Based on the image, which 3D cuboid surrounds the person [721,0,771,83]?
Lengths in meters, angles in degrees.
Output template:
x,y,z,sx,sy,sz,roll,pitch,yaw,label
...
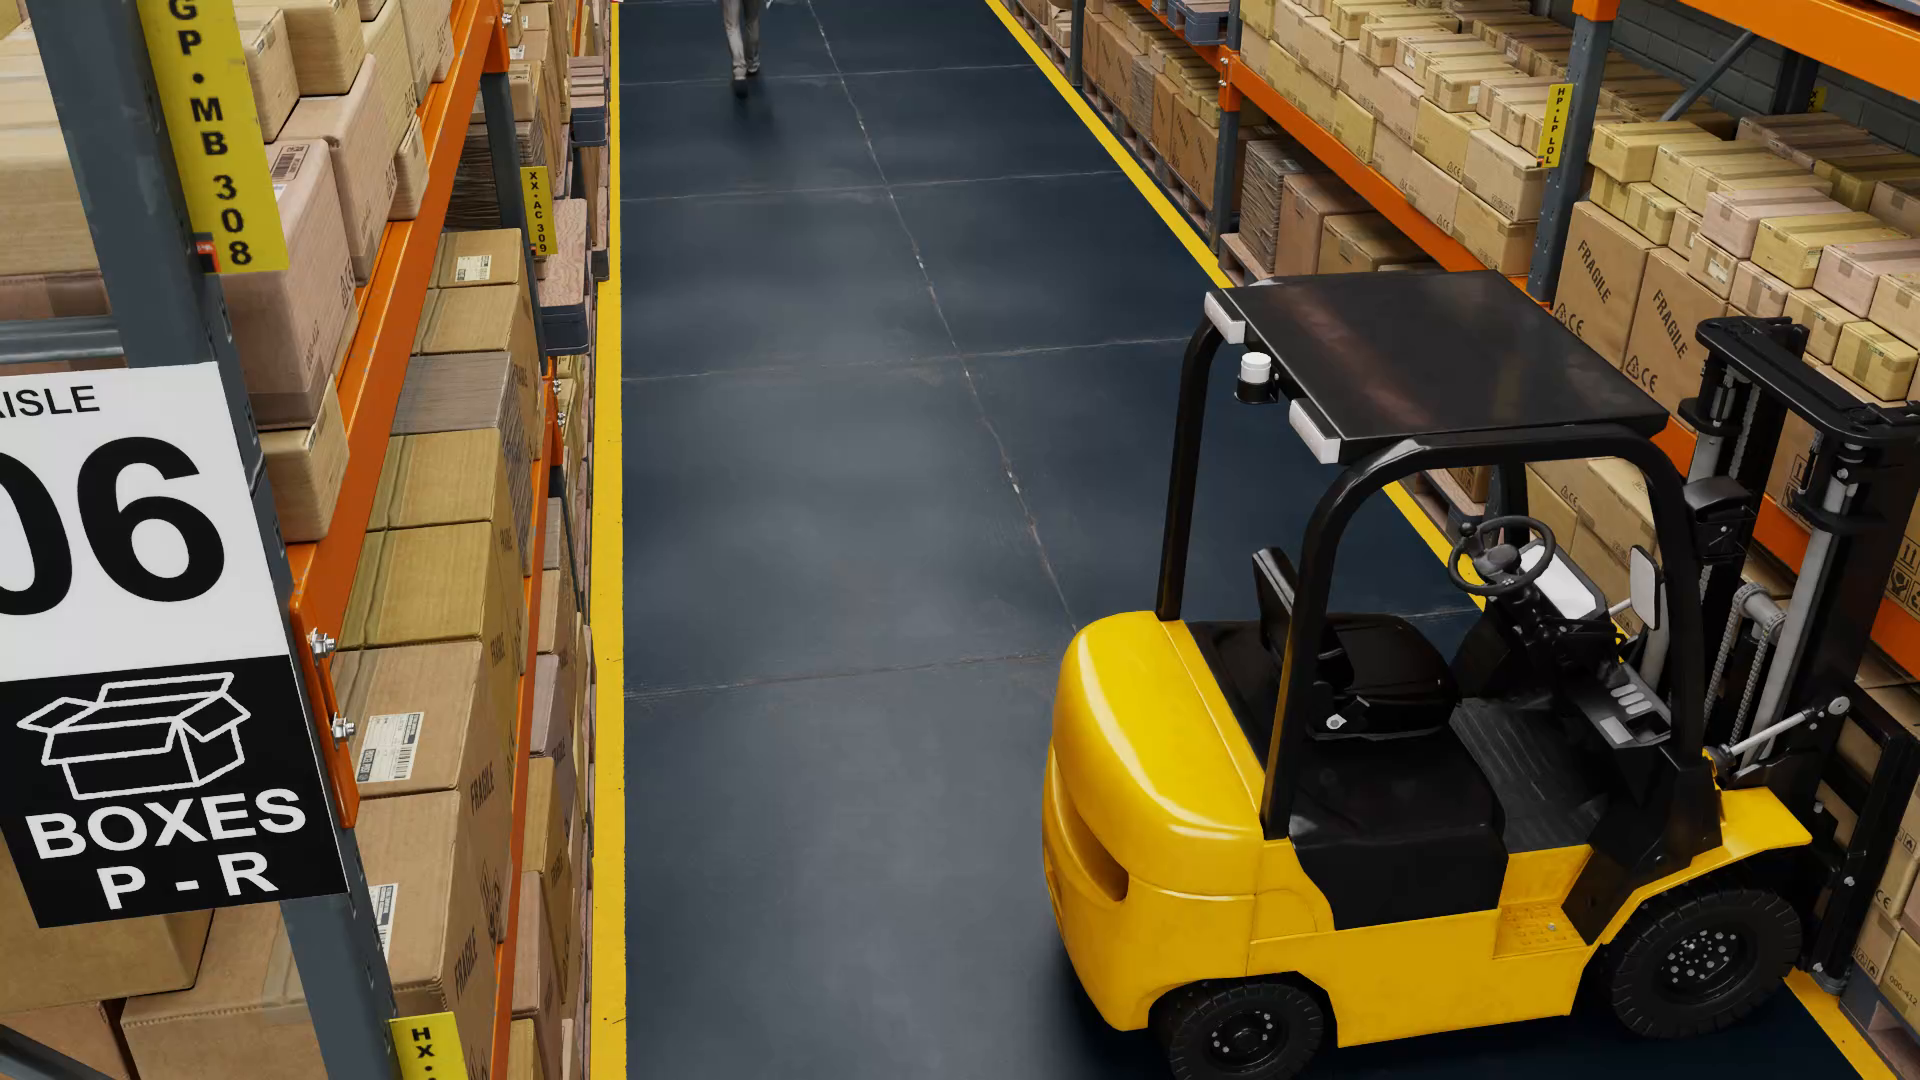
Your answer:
x,y,z,sx,sy,sz,roll,pitch,yaw,label
-1.857,-4.684,13.937,0.507,1.644,0.954,-6,31,-10,person
